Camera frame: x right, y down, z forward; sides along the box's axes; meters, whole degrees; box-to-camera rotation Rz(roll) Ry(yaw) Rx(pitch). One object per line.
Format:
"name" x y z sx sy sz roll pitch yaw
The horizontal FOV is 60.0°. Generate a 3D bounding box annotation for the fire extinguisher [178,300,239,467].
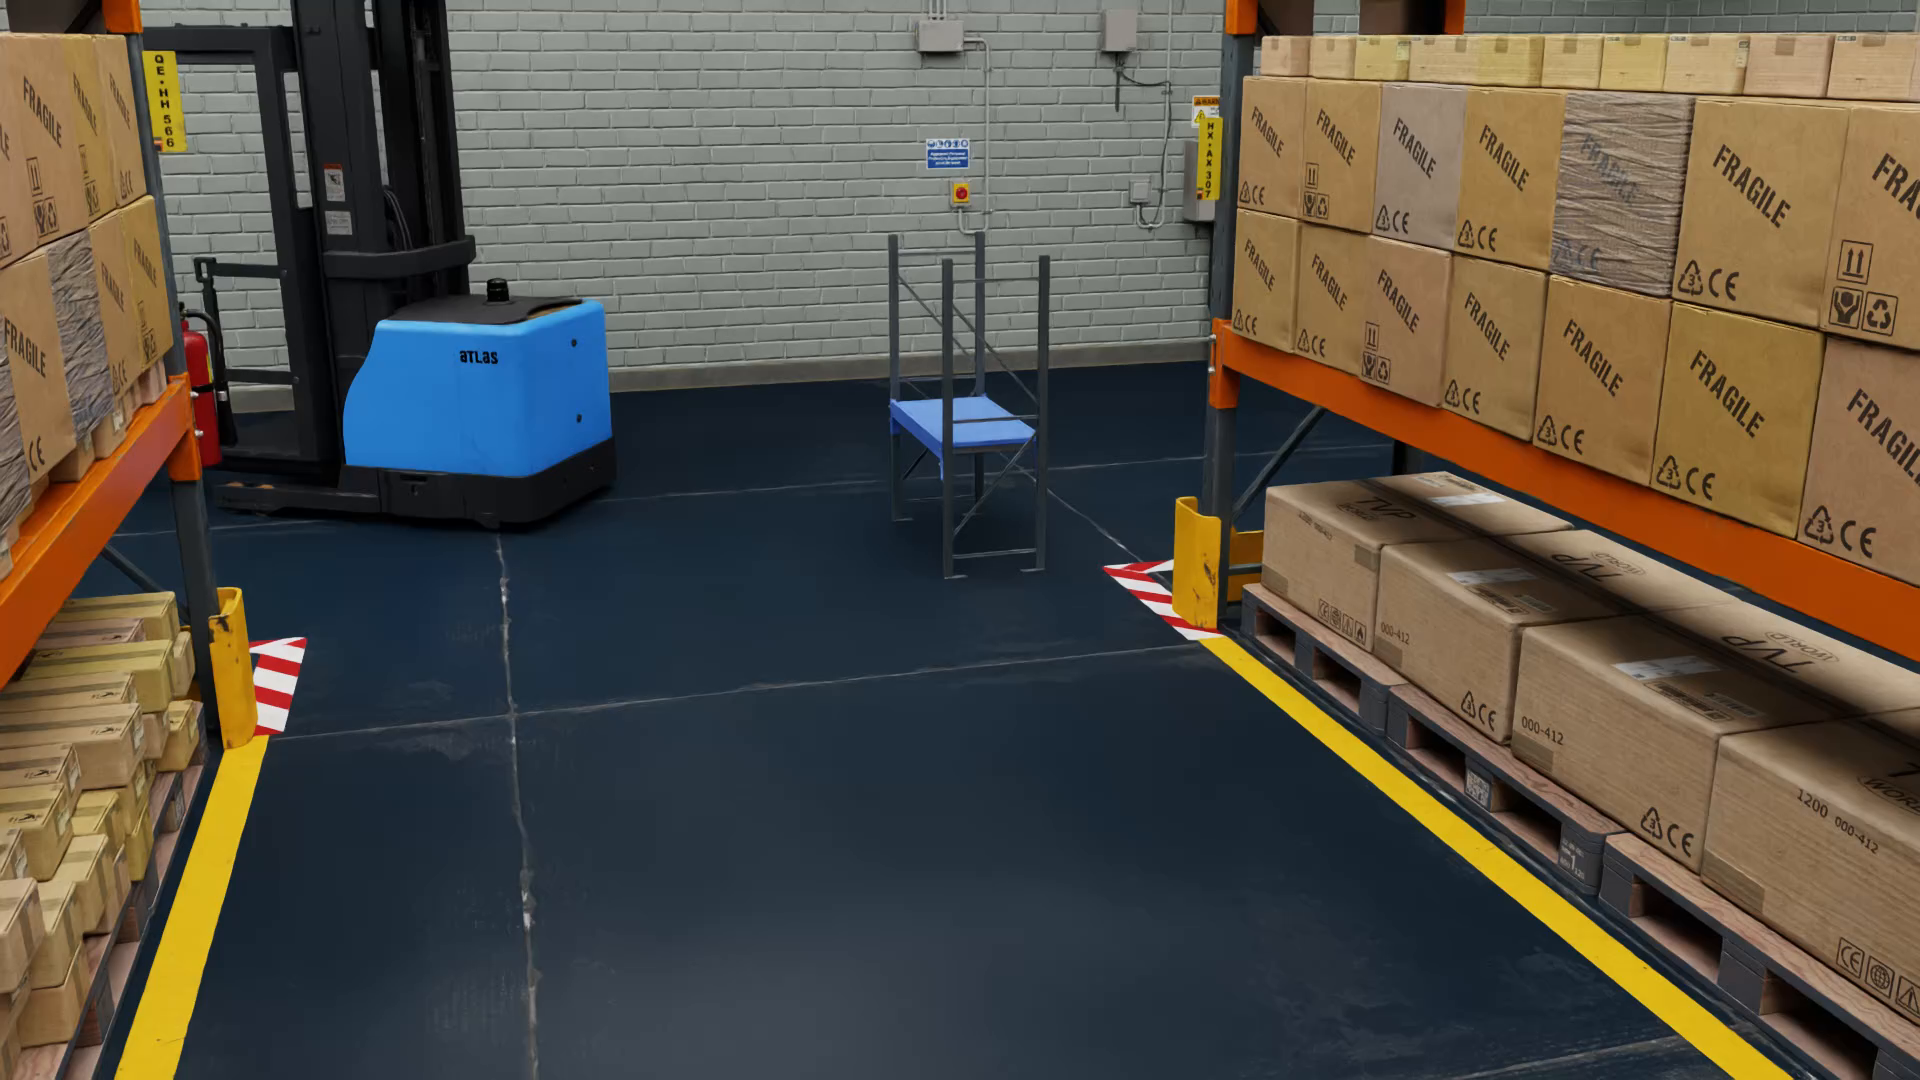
"fire extinguisher" -2.810 -0.606 6.037 0.296 0.674 0.183 -5 17 -15

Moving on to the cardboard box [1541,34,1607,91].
"cardboard box" 1.883 -1.351 4.696 0.380 0.149 0.250 -5 17 -15

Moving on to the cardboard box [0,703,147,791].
"cardboard box" -2.451 0.573 4.523 0.380 0.149 0.250 -4 17 -13

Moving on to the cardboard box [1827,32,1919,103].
"cardboard box" 2.228 -1.077 3.783 0.380 0.149 0.250 -5 17 -15

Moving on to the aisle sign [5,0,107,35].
"aisle sign" -2.917 -2.004 5.391 0.394 0.787 0.004 -5 17 -15

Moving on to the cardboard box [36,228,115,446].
"cardboard box" -2.529 -0.519 4.276 0.500 0.500 0.500 -5 17 -15

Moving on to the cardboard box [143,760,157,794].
"cardboard box" -2.682 0.721 5.063 0.380 0.149 0.250 -5 17 -16

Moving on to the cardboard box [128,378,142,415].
"cardboard box" -2.791 -0.455 5.191 0.380 0.149 0.250 -5 17 -15

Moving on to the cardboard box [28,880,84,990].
"cardboard box" -2.268 0.932 3.843 0.380 0.149 0.250 -5 17 -16

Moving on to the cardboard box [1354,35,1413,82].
"cardboard box" 1.569 -1.633 5.634 0.380 0.149 0.250 -5 18 -17

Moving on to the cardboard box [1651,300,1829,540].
"cardboard box" 2.126 -0.326 4.149 0.500 0.500 0.500 -5 17 -17

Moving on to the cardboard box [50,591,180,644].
"cardboard box" -2.796 0.290 5.462 0.380 0.149 0.250 -4 17 -15

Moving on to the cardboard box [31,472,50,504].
"cardboard box" -2.554 -0.164 4.220 0.380 0.149 0.250 -5 18 -18

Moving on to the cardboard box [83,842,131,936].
"cardboard box" -2.415 0.931 4.364 0.380 0.149 0.250 -4 17 -14

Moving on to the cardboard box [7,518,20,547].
"cardboard box" -2.376 -0.024 3.753 0.380 0.149 0.250 -4 17 -13

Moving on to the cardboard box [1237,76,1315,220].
"cardboard box" 1.405 -1.506 6.340 0.500 0.500 0.500 -5 17 -16

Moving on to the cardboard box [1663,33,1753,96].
"cardboard box" 2.038 -1.212 4.233 0.380 0.149 0.250 -5 17 -16

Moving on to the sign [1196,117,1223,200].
"sign" 1.011 -1.545 6.739 0.100 0.325 0.005 -5 17 -15

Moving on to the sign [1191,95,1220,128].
"sign" 1.924 -3.267 12.677 0.339 0.242 0.001 -5 17 -15

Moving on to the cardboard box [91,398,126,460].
"cardboard box" -2.615 -0.318 4.735 0.380 0.149 0.250 -4 17 -14

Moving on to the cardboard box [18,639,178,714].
"cardboard box" -2.589 0.426 5.011 0.380 0.149 0.250 -5 17 -16

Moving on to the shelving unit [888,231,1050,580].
"shelving unit" 0.023 -0.695 8.158 0.538 1.500 1.048 -5 17 -15

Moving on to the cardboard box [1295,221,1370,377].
"cardboard box" 1.568 -0.889 6.025 0.500 0.500 0.500 -5 17 -16

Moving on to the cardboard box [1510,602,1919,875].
"cardboard box" 2.330 0.568 5.070 0.875 0.438 0.875 -5 17 -17

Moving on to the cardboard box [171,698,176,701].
"cardboard box" -2.840 0.578 5.539 0.380 0.149 0.250 -4 17 -14

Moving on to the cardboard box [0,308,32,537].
"cardboard box" -2.226 -0.235 3.328 0.500 0.500 0.500 -5 17 -16

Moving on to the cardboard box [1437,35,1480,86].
"cardboard box" 1.720 -1.492 5.165 0.380 0.149 0.250 -5 17 -15

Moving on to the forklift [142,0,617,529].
"forklift" -3.507 -1.674 8.929 3.031 2.935 1.130 4 17 14

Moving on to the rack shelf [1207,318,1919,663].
"rack shelf" 2.096 -0.237 5.277 1.077 0.370 4.000 -5 17 -15

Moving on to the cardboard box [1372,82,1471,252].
"cardboard box" 1.702 -1.222 5.394 0.500 0.500 0.500 -5 17 -16

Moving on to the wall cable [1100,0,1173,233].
"wall cable" 1.335 -3.294 12.439 0.588 1.984 0.122 -5 17 -15

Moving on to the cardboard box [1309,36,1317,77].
"cardboard box" 1.519 -1.785 6.141 0.380 0.149 0.250 -4 17 -14

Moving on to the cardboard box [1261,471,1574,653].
"cardboard box" 1.824 0.066 6.742 0.875 0.438 0.875 -5 18 -17

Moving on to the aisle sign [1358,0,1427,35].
"aisle sign" 1.825 -2.424 6.789 0.394 0.787 0.004 -5 17 -15

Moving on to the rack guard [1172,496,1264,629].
"rack guard" 1.540 0.056 7.397 1.175 0.500 0.348 -5 17 -15

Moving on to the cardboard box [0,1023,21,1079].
"cardboard box" -2.294 1.153 3.625 0.380 0.149 0.250 -5 18 -18

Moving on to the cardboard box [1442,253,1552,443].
"cardboard box" 1.845 -0.610 5.095 0.500 0.500 0.500 -4 17 -13

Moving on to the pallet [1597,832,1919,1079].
"pallet" 2.512 1.091 4.454 1.003 0.211 1.213 -5 17 -15

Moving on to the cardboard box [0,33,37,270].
"cardboard box" -2.381 -0.848 3.633 0.500 0.500 0.500 -5 18 -17

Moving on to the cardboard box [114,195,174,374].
"cardboard box" -2.814 -0.802 5.216 0.500 0.500 0.500 -4 17 -14

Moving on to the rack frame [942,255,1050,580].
"rack frame" 0.163 -0.554 7.690 0.500 1.500 0.032 -5 17 -15

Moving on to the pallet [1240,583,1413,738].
"pallet" 1.842 0.416 6.700 1.003 0.211 1.213 -5 17 -15

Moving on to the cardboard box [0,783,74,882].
"cardboard box" -2.386 0.725 4.017 0.380 0.149 0.250 -5 17 -15

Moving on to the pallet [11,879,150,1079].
"pallet" -2.643 1.206 4.072 1.003 0.211 1.213 -5 17 -15

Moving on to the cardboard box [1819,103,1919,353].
"cardboard box" 2.251 -0.664 3.535 0.500 0.500 0.500 -5 17 -16

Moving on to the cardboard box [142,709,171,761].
"cardboard box" -2.621 0.574 5.037 0.380 0.149 0.250 -5 18 -18

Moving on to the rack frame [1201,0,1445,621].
"rack frame" 1.547 -1.135 7.015 1.000 3.000 0.127 -5 17 -15

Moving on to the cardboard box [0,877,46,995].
"cardboard box" -2.202 0.865 3.551 0.380 0.149 0.250 -4 17 -14

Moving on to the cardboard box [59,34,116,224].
"cardboard box" -2.681 -1.137 4.596 0.500 0.500 0.500 -5 18 -17

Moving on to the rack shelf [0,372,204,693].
"rack shelf" -2.635 0.183 3.881 1.077 0.370 4.000 -5 17 -15

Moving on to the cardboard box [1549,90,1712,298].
"cardboard box" 1.970 -0.945 4.471 0.500 0.500 0.500 -4 17 -15

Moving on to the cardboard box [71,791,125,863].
"cardboard box" -2.414 0.788 4.323 0.380 0.149 0.250 -4 17 -12
